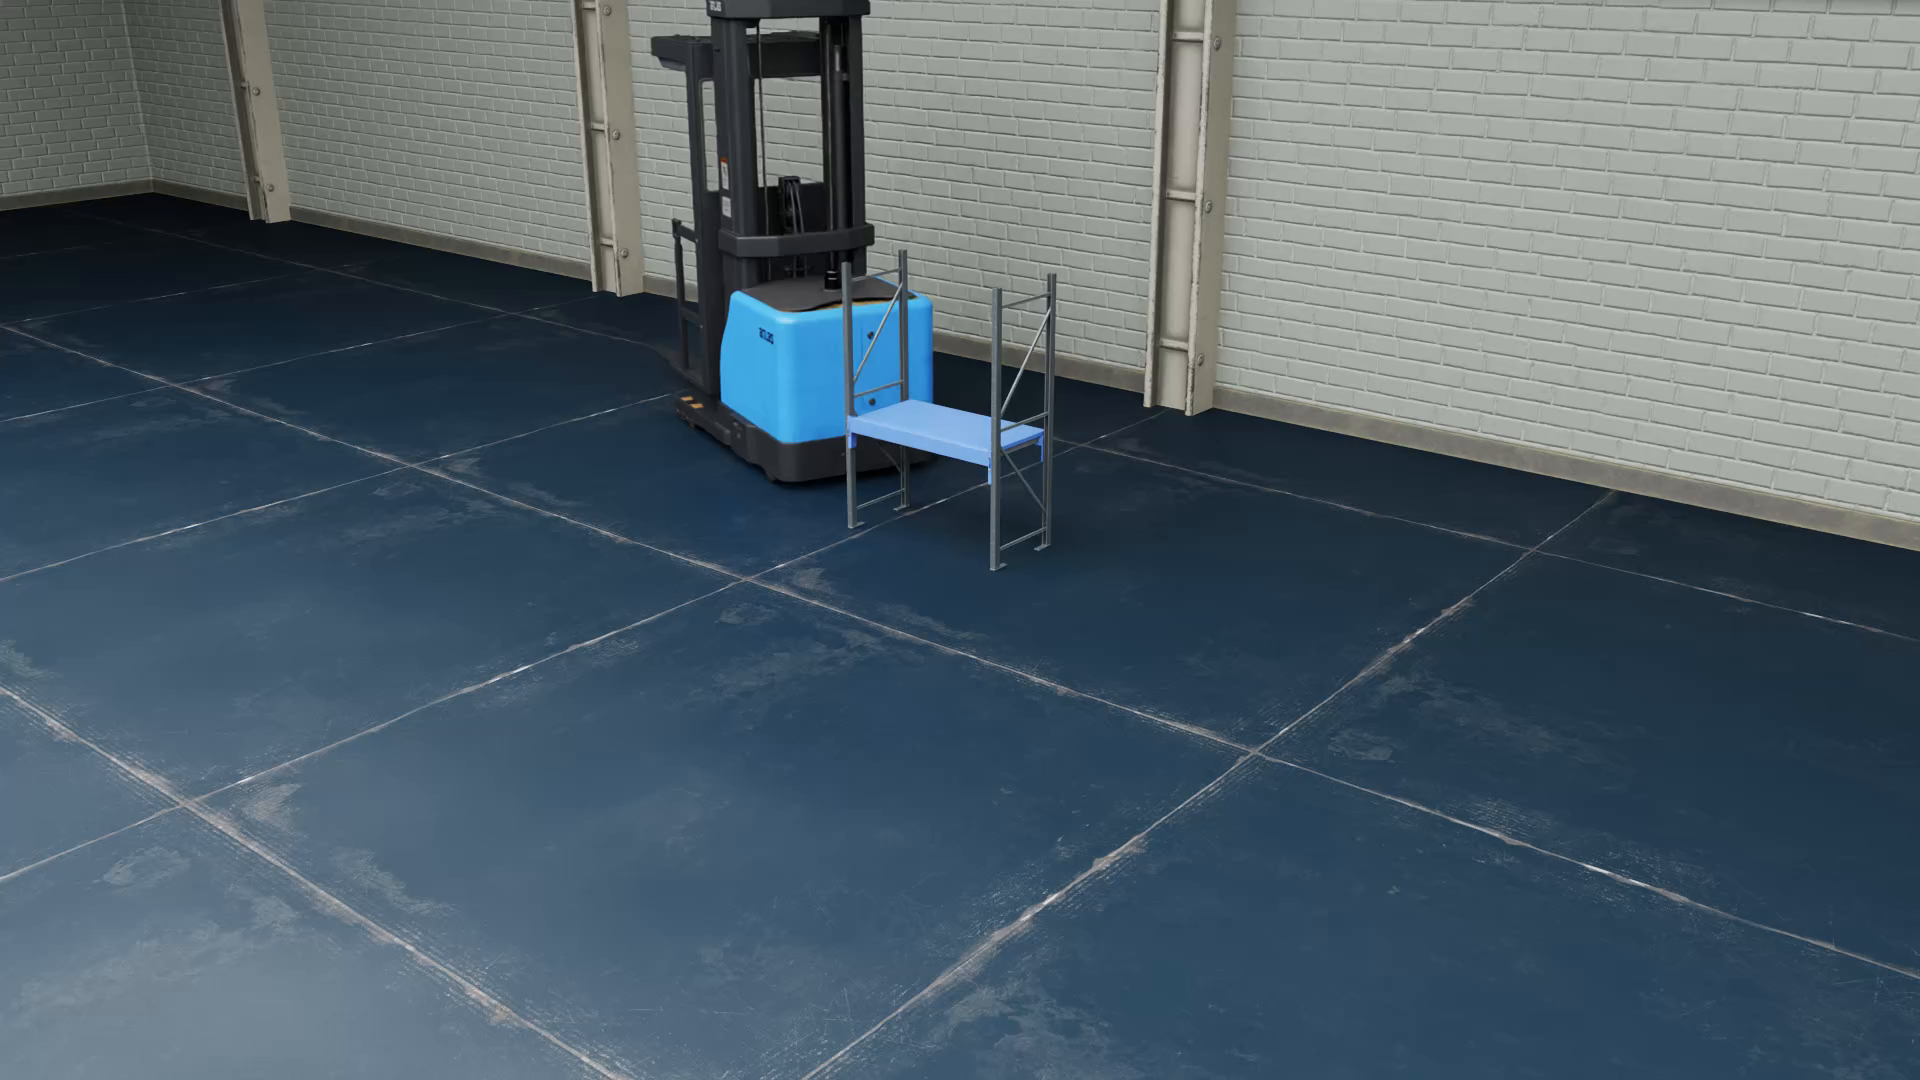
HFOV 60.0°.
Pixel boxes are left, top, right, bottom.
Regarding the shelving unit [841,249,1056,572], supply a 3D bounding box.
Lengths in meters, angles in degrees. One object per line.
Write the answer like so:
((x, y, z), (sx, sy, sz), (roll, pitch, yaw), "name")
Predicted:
((-0.066, -0.721, 8.954), (1.048, 1.500, 0.538), (16, 26, 36), "shelving unit")

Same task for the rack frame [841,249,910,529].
((-0.460, -0.834, 9.255), (0.032, 1.500, 0.500), (16, 26, 36), "rack frame")

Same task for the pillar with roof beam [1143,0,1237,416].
((-1.188, -3.972, 6.948), (0.400, 9.000, 9.100), (16, 26, 36), "pillar with roof beam")

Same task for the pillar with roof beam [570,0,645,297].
((-5.837, -5.311, 10.498), (0.400, 9.000, 9.100), (16, 26, 36), "pillar with roof beam")

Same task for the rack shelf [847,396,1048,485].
((-0.066, -0.552, 9.017), (1.000, 0.185, 0.538), (16, 26, 36), "rack shelf")

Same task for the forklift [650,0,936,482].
((-1.289, -2.191, 10.823), (1.130, 2.935, 3.031), (-11, 23, -26), "forklift")

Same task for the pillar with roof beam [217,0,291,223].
((-10.485, -6.649, 14.048), (0.400, 9.000, 9.100), (16, 26, 36), "pillar with roof beam")

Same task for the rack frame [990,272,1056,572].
((0.328, -0.607, 8.653), (0.032, 1.500, 0.500), (16, 26, 36), "rack frame")
